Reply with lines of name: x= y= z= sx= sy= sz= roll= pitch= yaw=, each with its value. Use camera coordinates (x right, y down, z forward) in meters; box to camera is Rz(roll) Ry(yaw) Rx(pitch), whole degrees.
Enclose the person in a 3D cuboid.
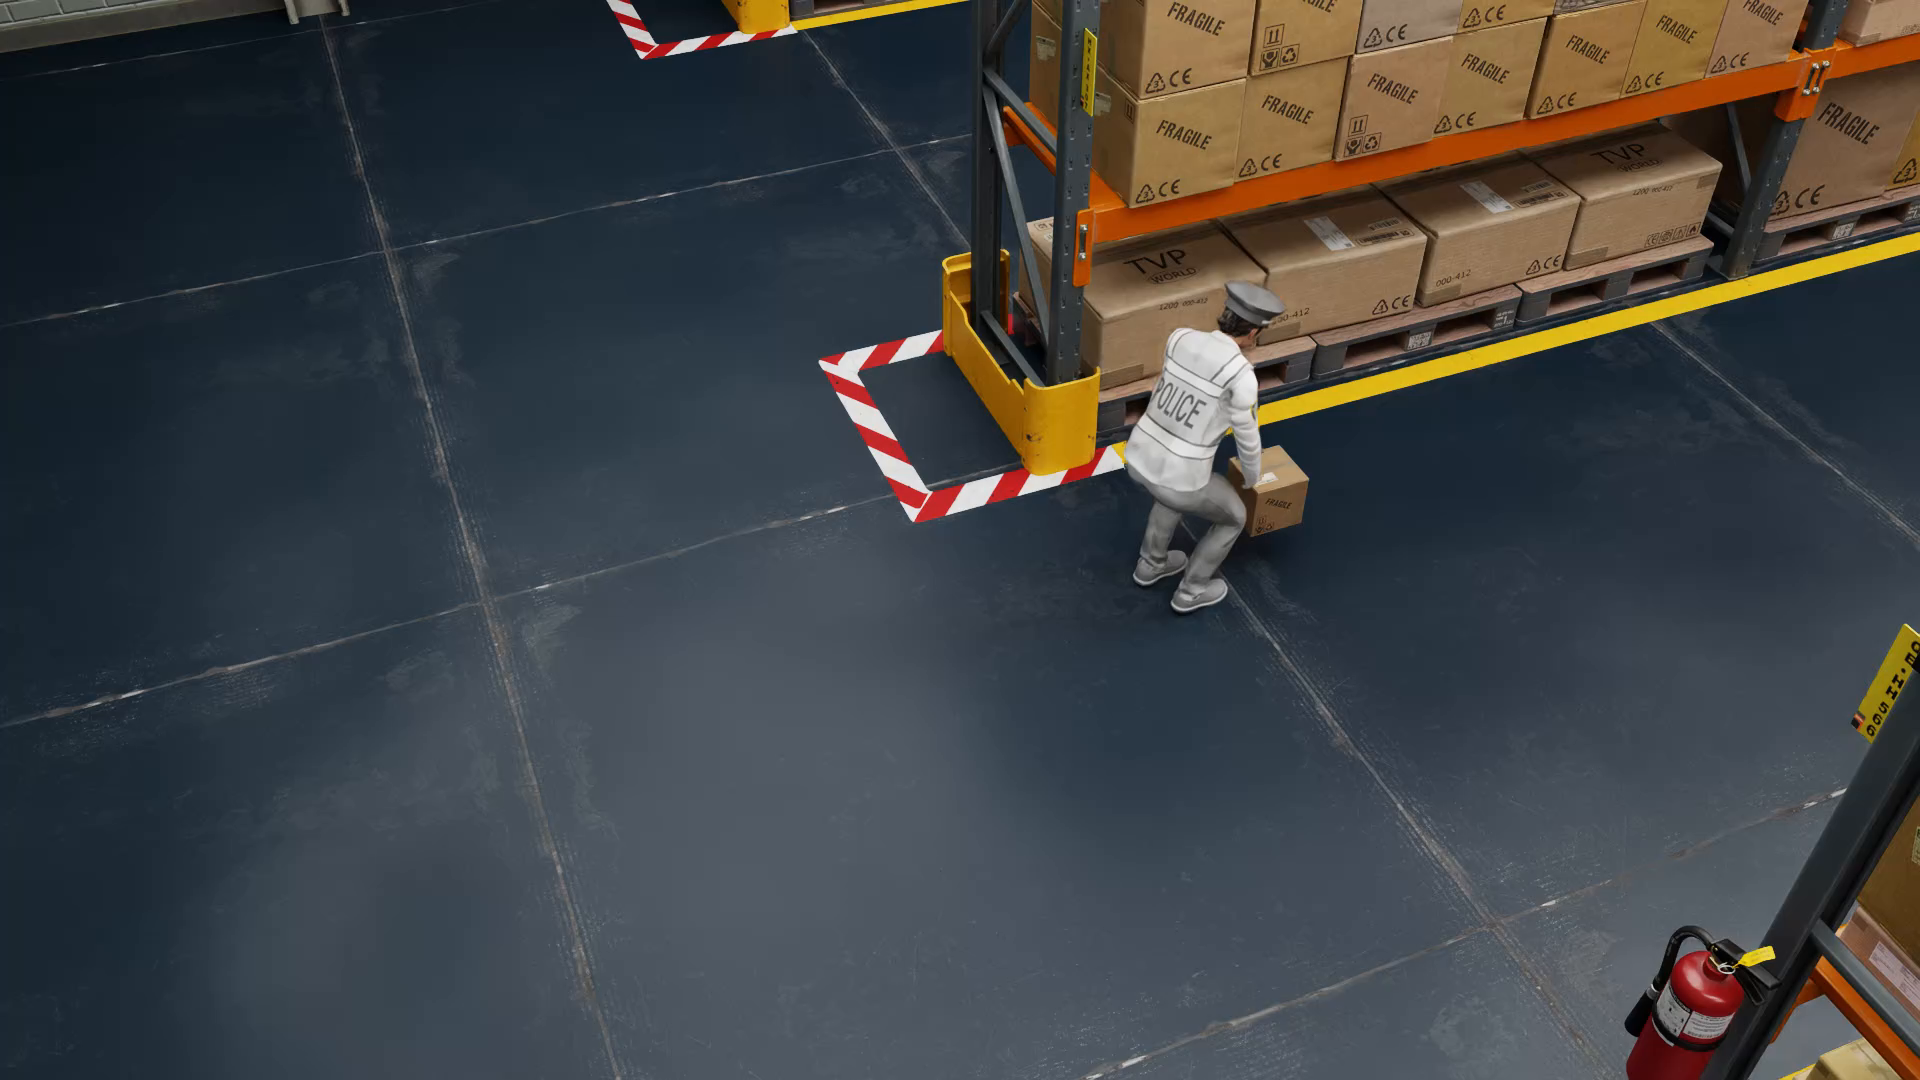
person: x=0.963 y=-0.365 z=6.747 sx=0.666 sy=1.430 sz=0.534 roll=-25 pitch=48 yaw=-25
